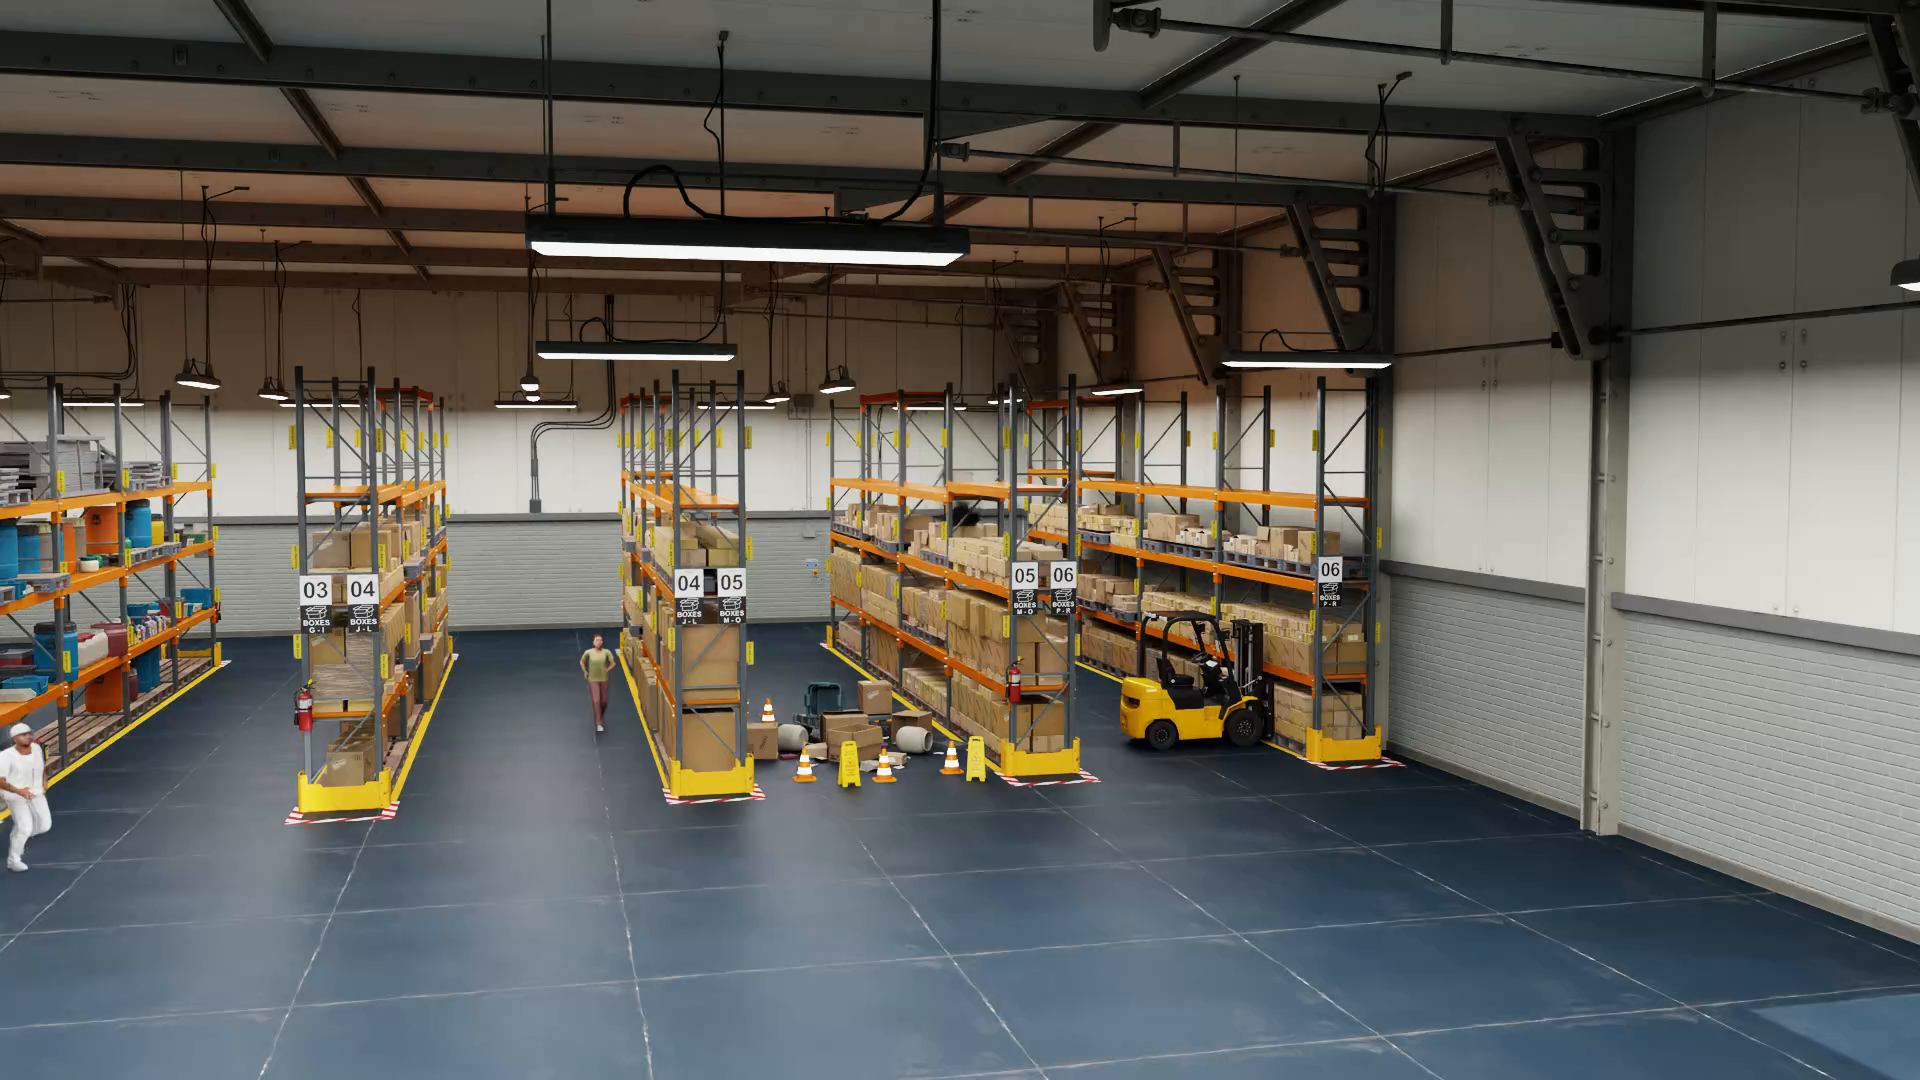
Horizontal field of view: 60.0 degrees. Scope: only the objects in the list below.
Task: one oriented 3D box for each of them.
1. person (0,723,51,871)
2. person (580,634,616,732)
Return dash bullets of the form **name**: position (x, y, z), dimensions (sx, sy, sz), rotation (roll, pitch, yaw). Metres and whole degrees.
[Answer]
- **person**: position (-10.896, 2.987, 19.411), dimensions (0.646, 1.721, 0.727), rotation (1, 4, 22)
- **person**: position (-6.261, 2.448, 28.803), dimensions (0.597, 1.656, 0.803), rotation (-1, 4, -21)
